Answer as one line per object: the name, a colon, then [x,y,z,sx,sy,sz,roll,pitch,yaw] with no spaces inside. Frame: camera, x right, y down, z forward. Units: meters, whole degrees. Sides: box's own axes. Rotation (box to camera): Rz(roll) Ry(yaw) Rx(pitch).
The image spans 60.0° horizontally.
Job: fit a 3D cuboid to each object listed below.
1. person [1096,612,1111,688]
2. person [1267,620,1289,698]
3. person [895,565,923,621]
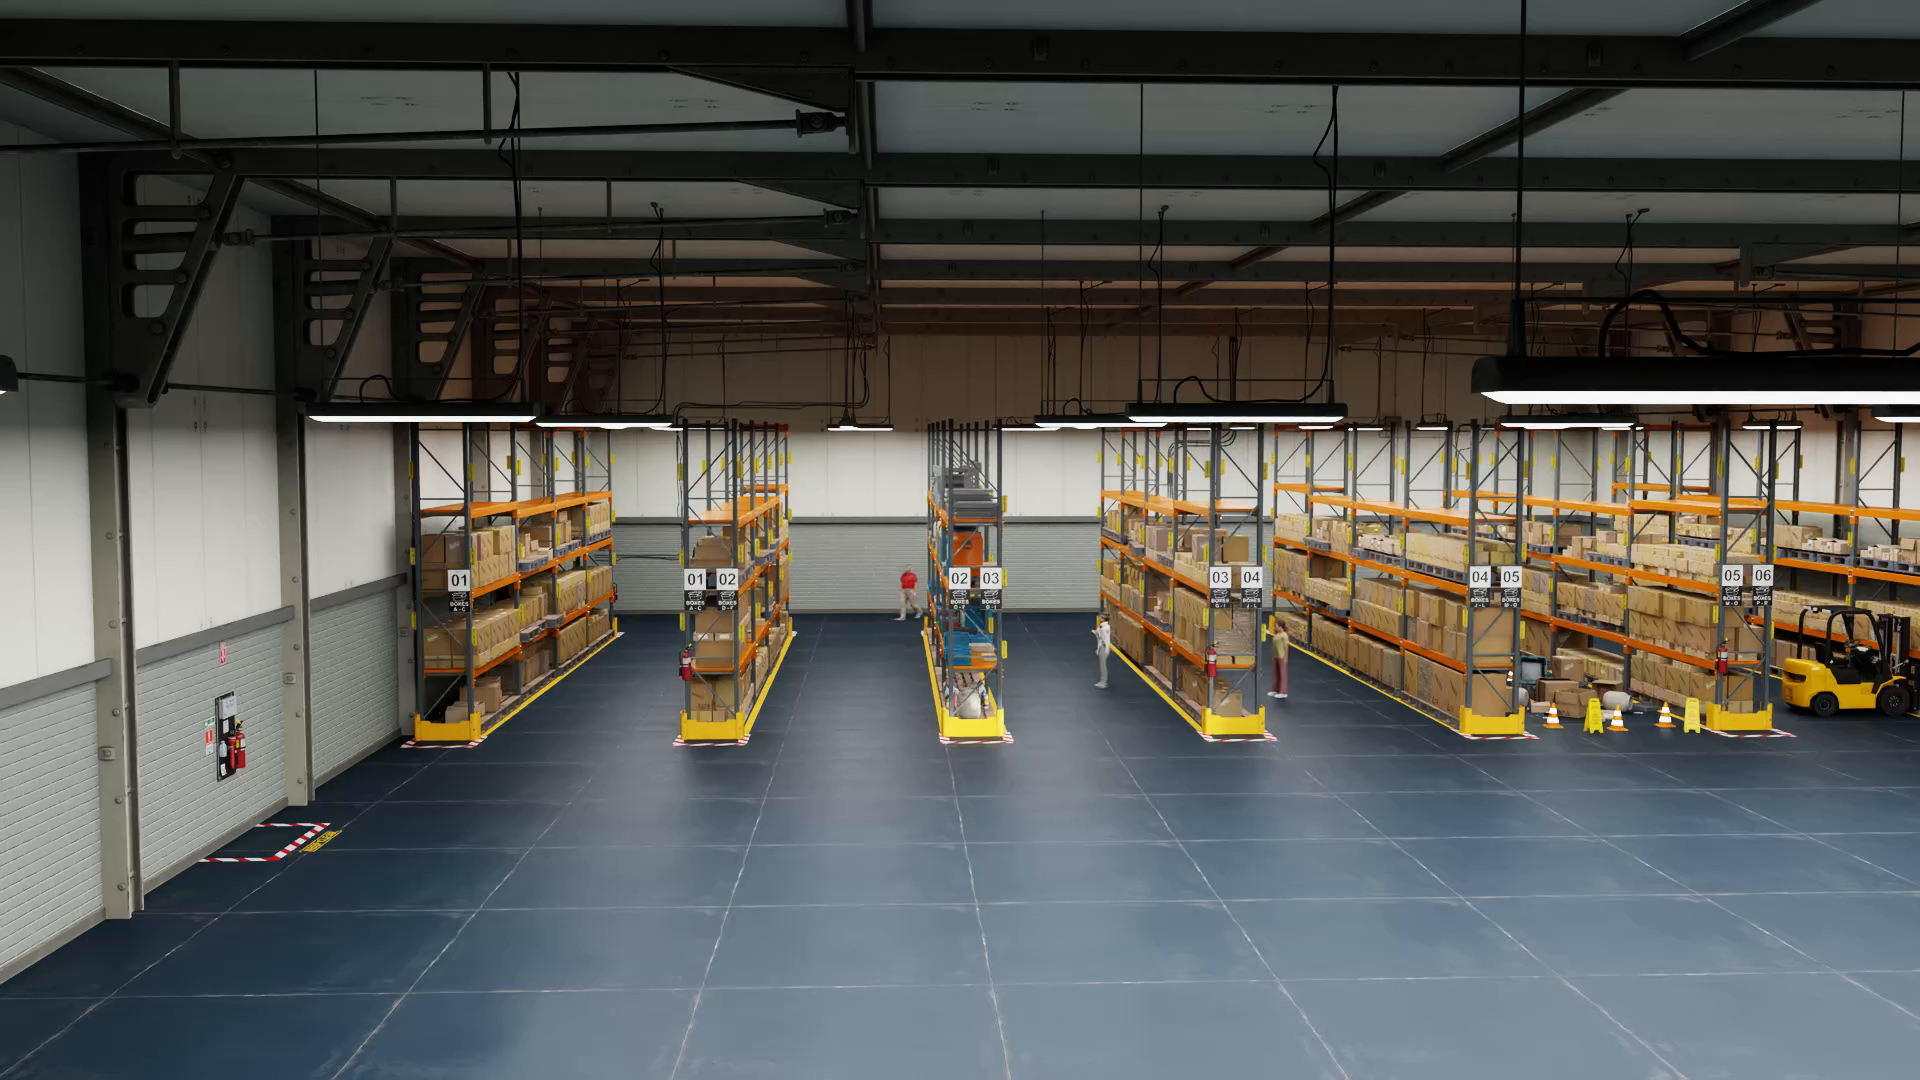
person: [3.231,2.481,37.654,0.376,1.713,0.597,0,4,-6]
person: [6.908,2.567,36.076,0.419,1.674,0.501,-2,4,-23]
person: [-1.577,1.613,50.952,0.592,1.694,0.934,3,4,35]
